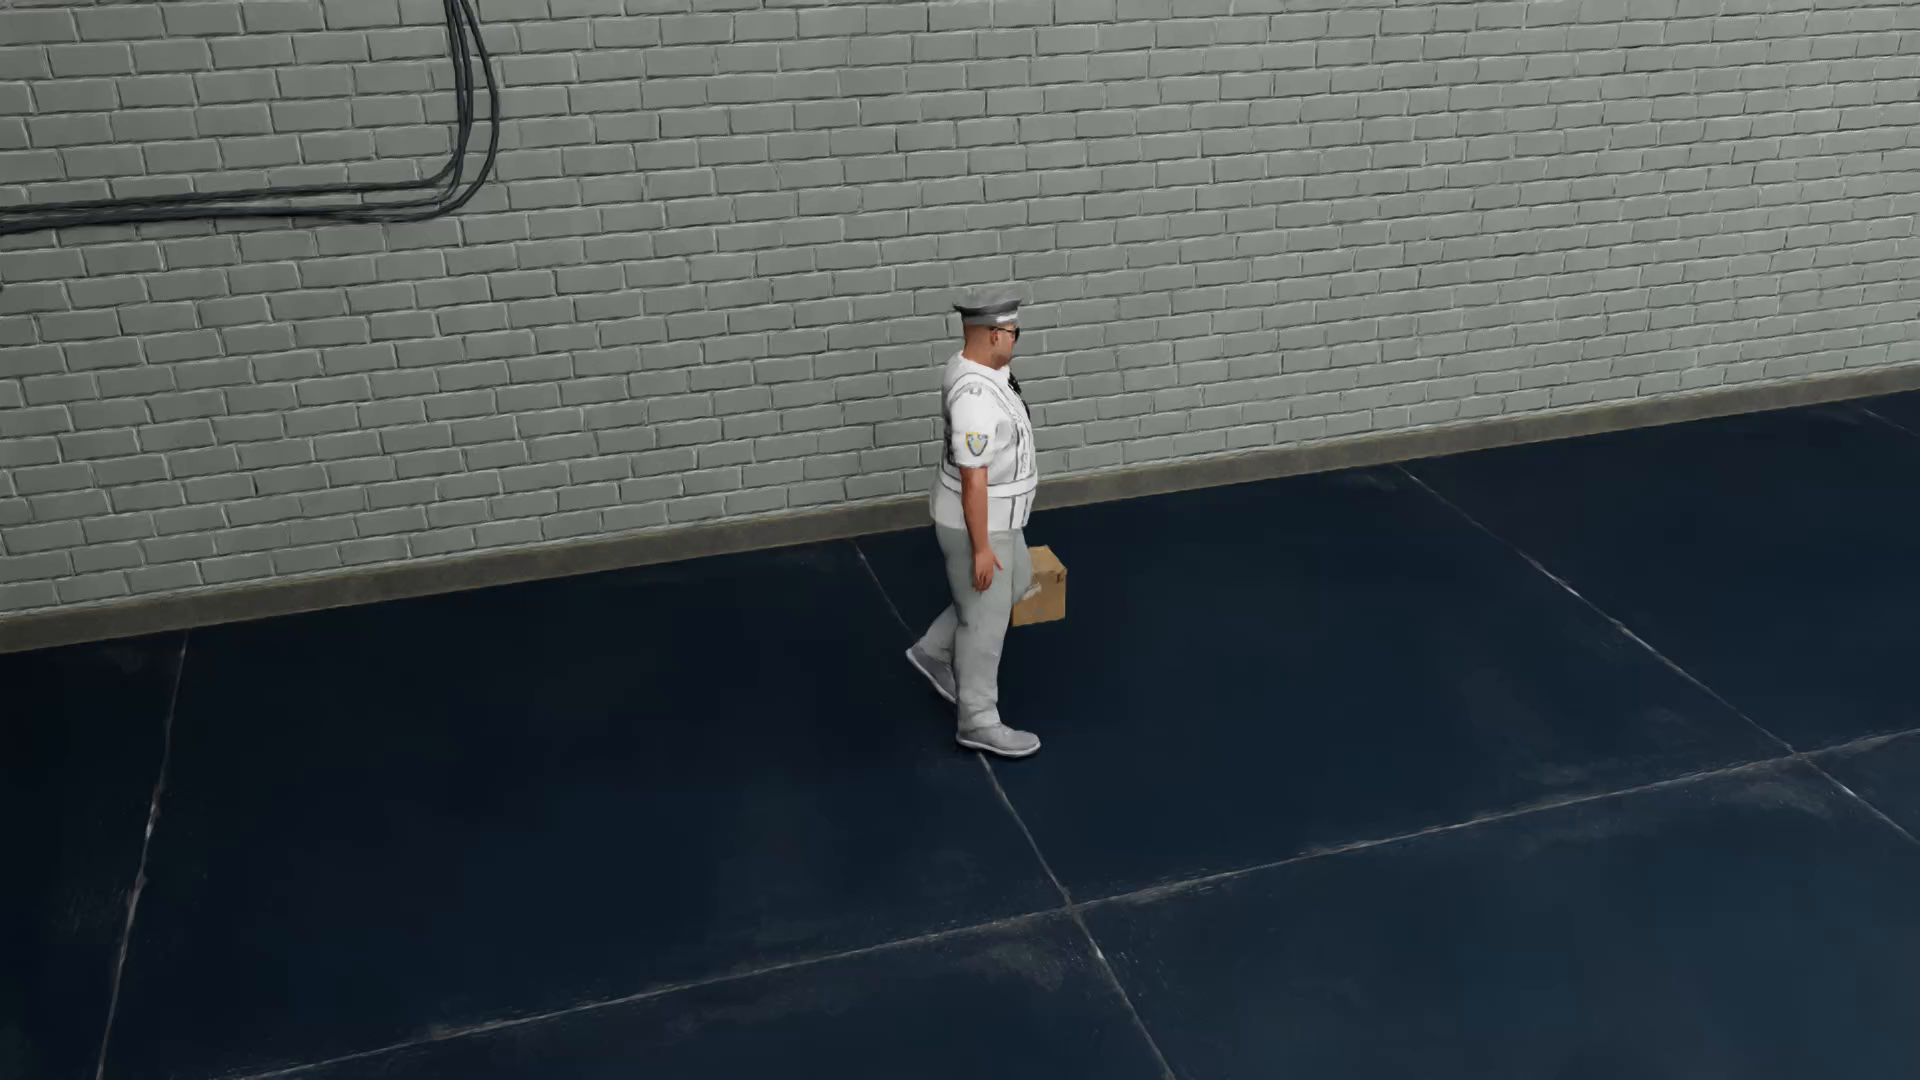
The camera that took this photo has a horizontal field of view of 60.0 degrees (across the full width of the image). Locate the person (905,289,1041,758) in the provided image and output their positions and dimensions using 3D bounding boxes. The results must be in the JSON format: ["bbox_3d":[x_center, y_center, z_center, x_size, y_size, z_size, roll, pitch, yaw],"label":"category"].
[{"bbox_3d":[0.043,-0.081,6.241,0.512,1.741,0.614,-1,26,-2],"label":"person"}]
